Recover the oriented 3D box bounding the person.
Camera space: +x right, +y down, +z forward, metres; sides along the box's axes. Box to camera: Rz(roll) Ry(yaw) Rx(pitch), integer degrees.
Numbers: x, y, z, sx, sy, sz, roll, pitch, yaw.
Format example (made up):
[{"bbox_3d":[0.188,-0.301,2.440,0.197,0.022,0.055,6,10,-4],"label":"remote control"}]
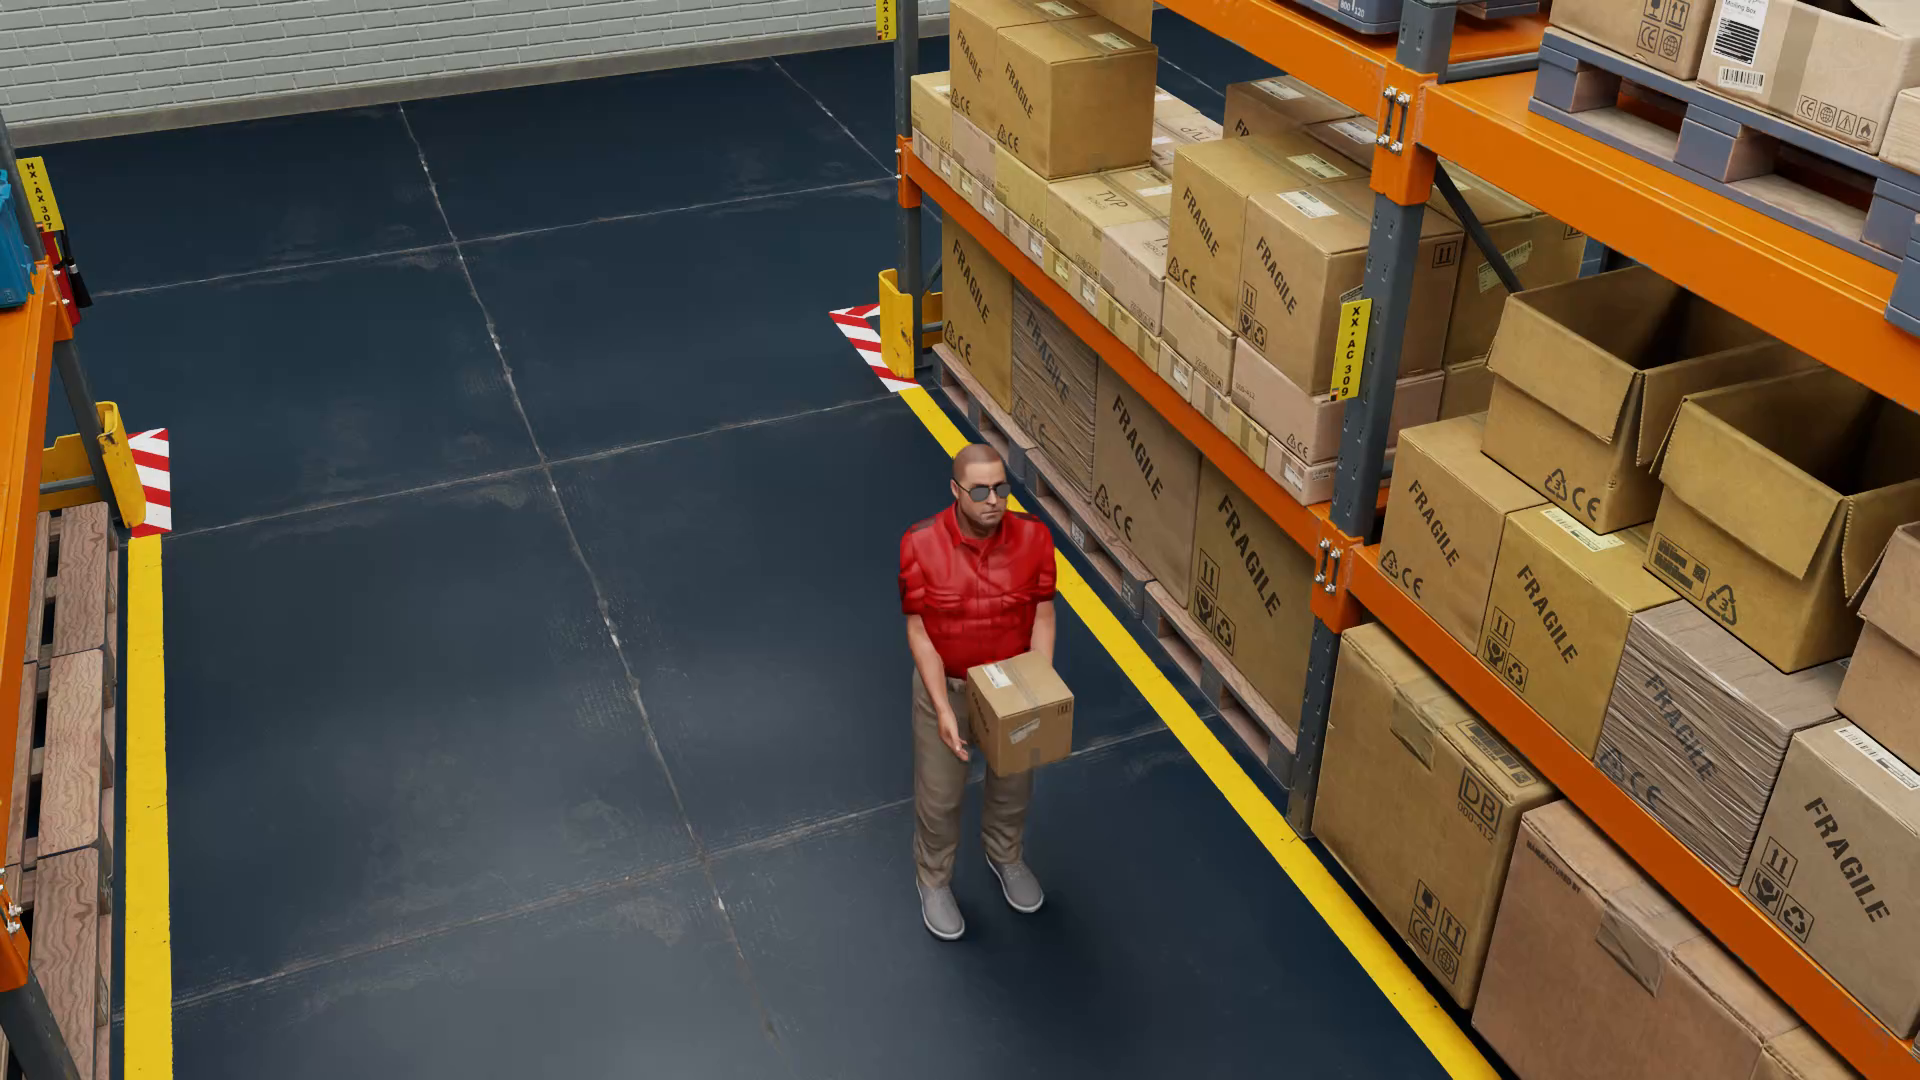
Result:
[{"bbox_3d":[0.083,0.529,5.348,0.505,1.726,0.521,-7,34,-10],"label":"person"}]
